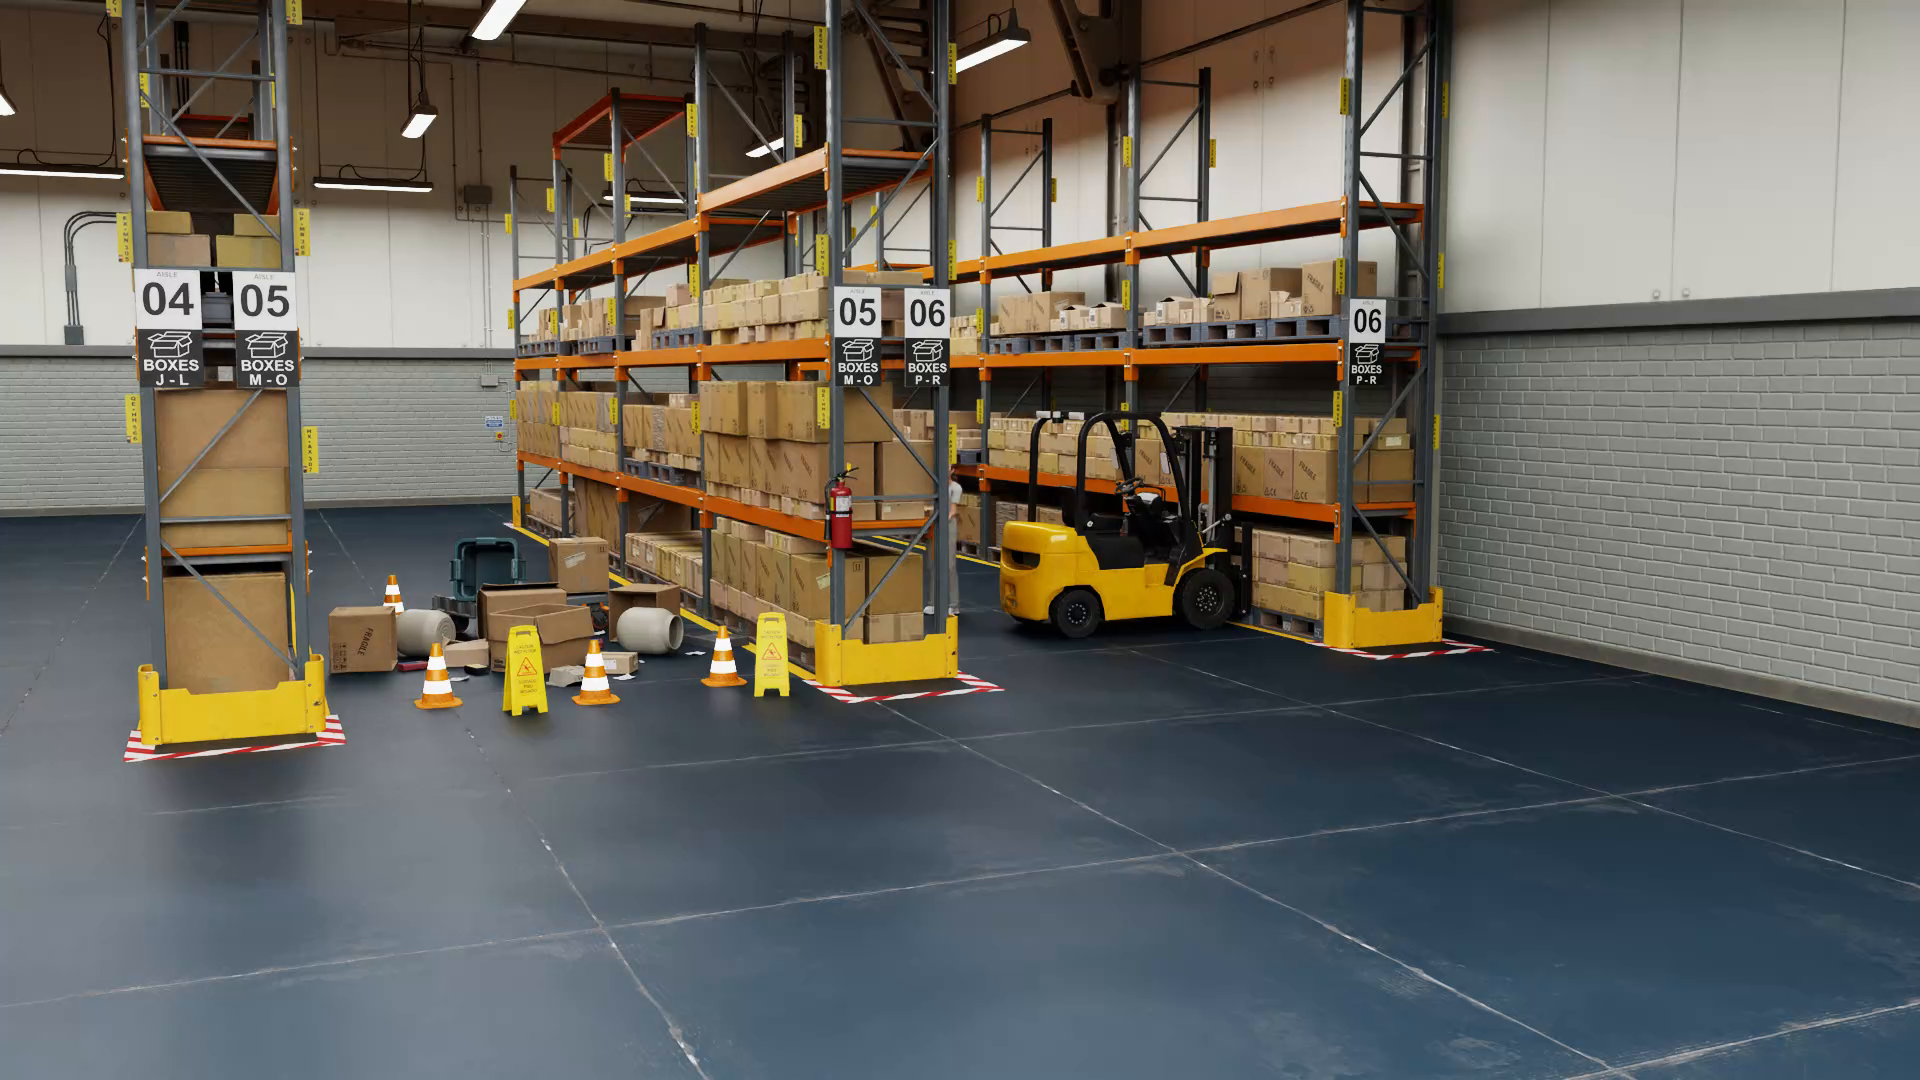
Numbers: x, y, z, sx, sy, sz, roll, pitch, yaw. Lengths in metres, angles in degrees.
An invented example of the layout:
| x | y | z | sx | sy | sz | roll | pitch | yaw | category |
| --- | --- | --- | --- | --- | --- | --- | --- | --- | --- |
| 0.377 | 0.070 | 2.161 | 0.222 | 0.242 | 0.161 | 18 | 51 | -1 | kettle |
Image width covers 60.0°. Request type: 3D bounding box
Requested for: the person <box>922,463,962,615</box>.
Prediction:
| x | y | z | sx | sy | sz | roll | pitch | yaw | category |
| --- | --- | --- | --- | --- | --- | --- | --- | --- | --- |
| -0.224 | -0.043 | 17.439 | 0.443 | 1.669 | 0.548 | 4 | 7 | 38 | person |
